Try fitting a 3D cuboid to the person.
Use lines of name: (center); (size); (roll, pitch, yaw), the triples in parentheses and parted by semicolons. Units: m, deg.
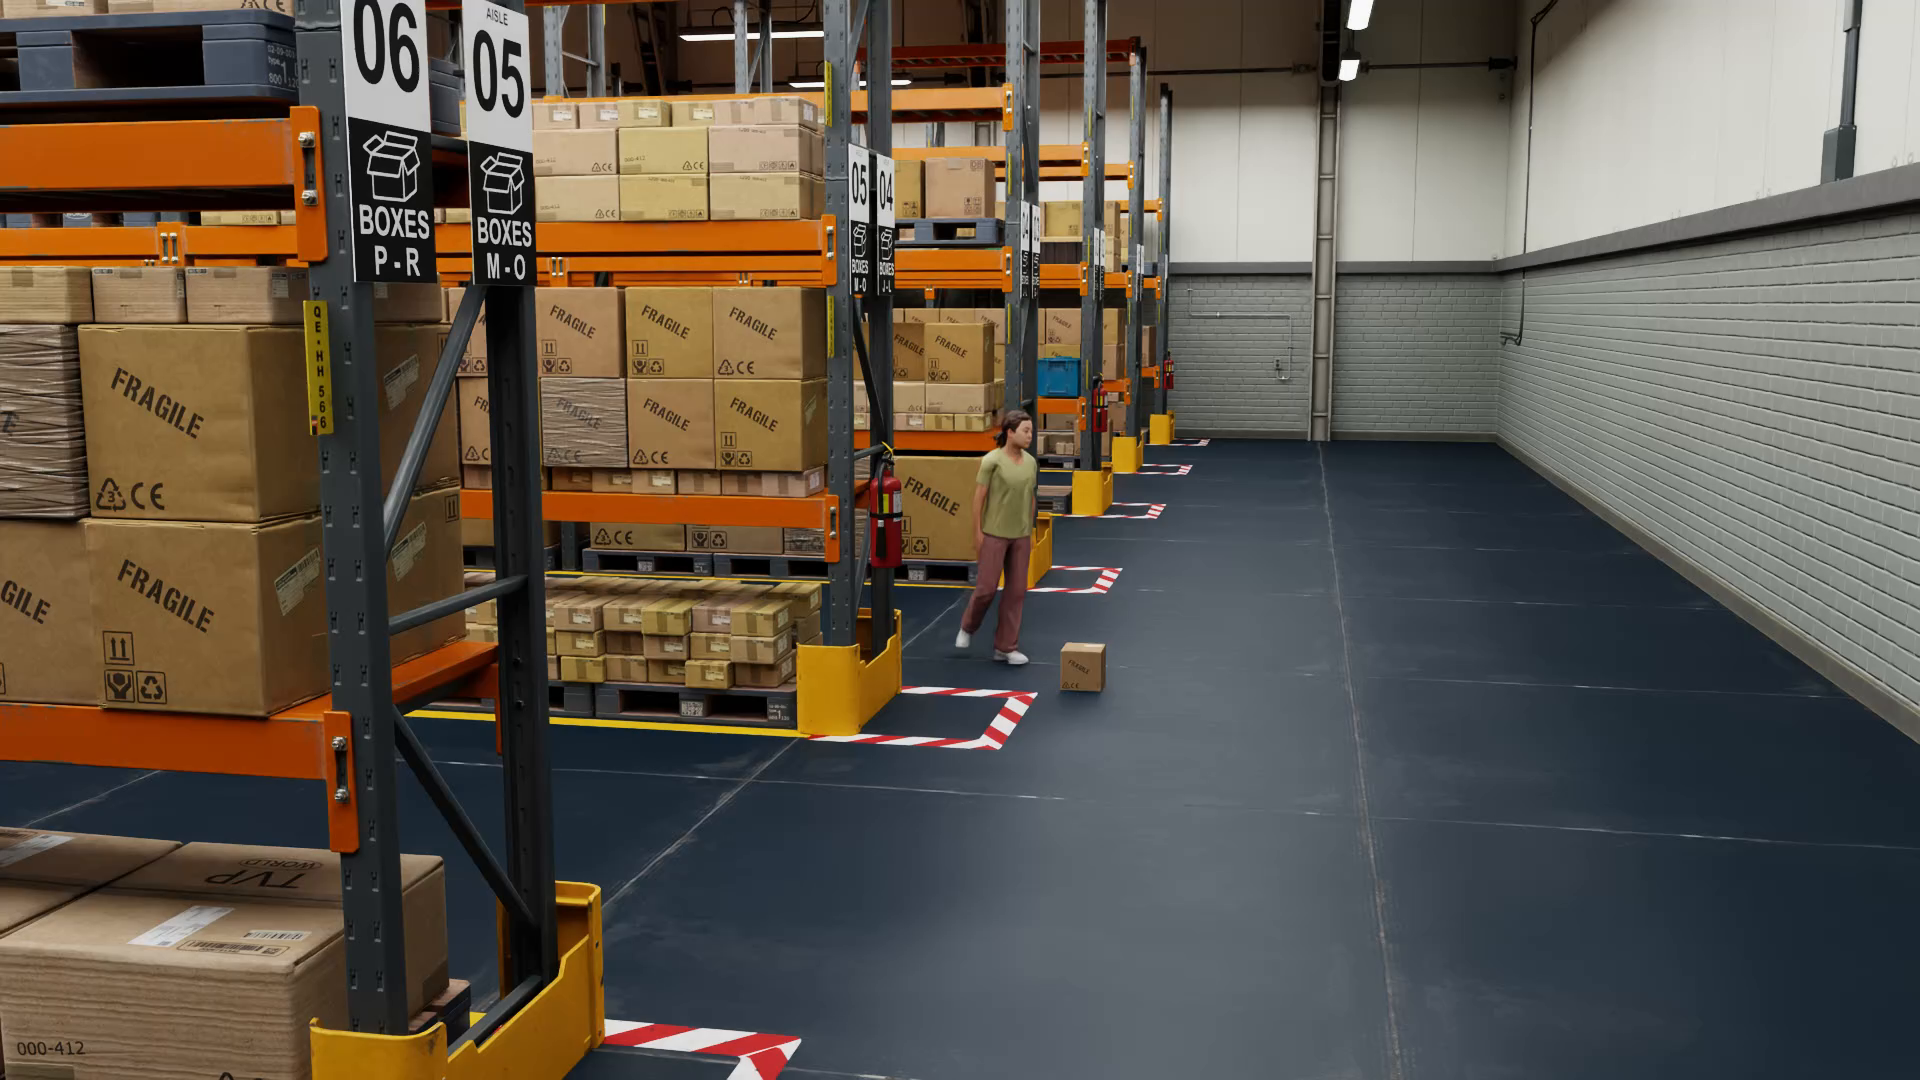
person: (0.250, -0.027, 10.995); (0.510, 1.669, 0.563); (-5, 9, -29)
